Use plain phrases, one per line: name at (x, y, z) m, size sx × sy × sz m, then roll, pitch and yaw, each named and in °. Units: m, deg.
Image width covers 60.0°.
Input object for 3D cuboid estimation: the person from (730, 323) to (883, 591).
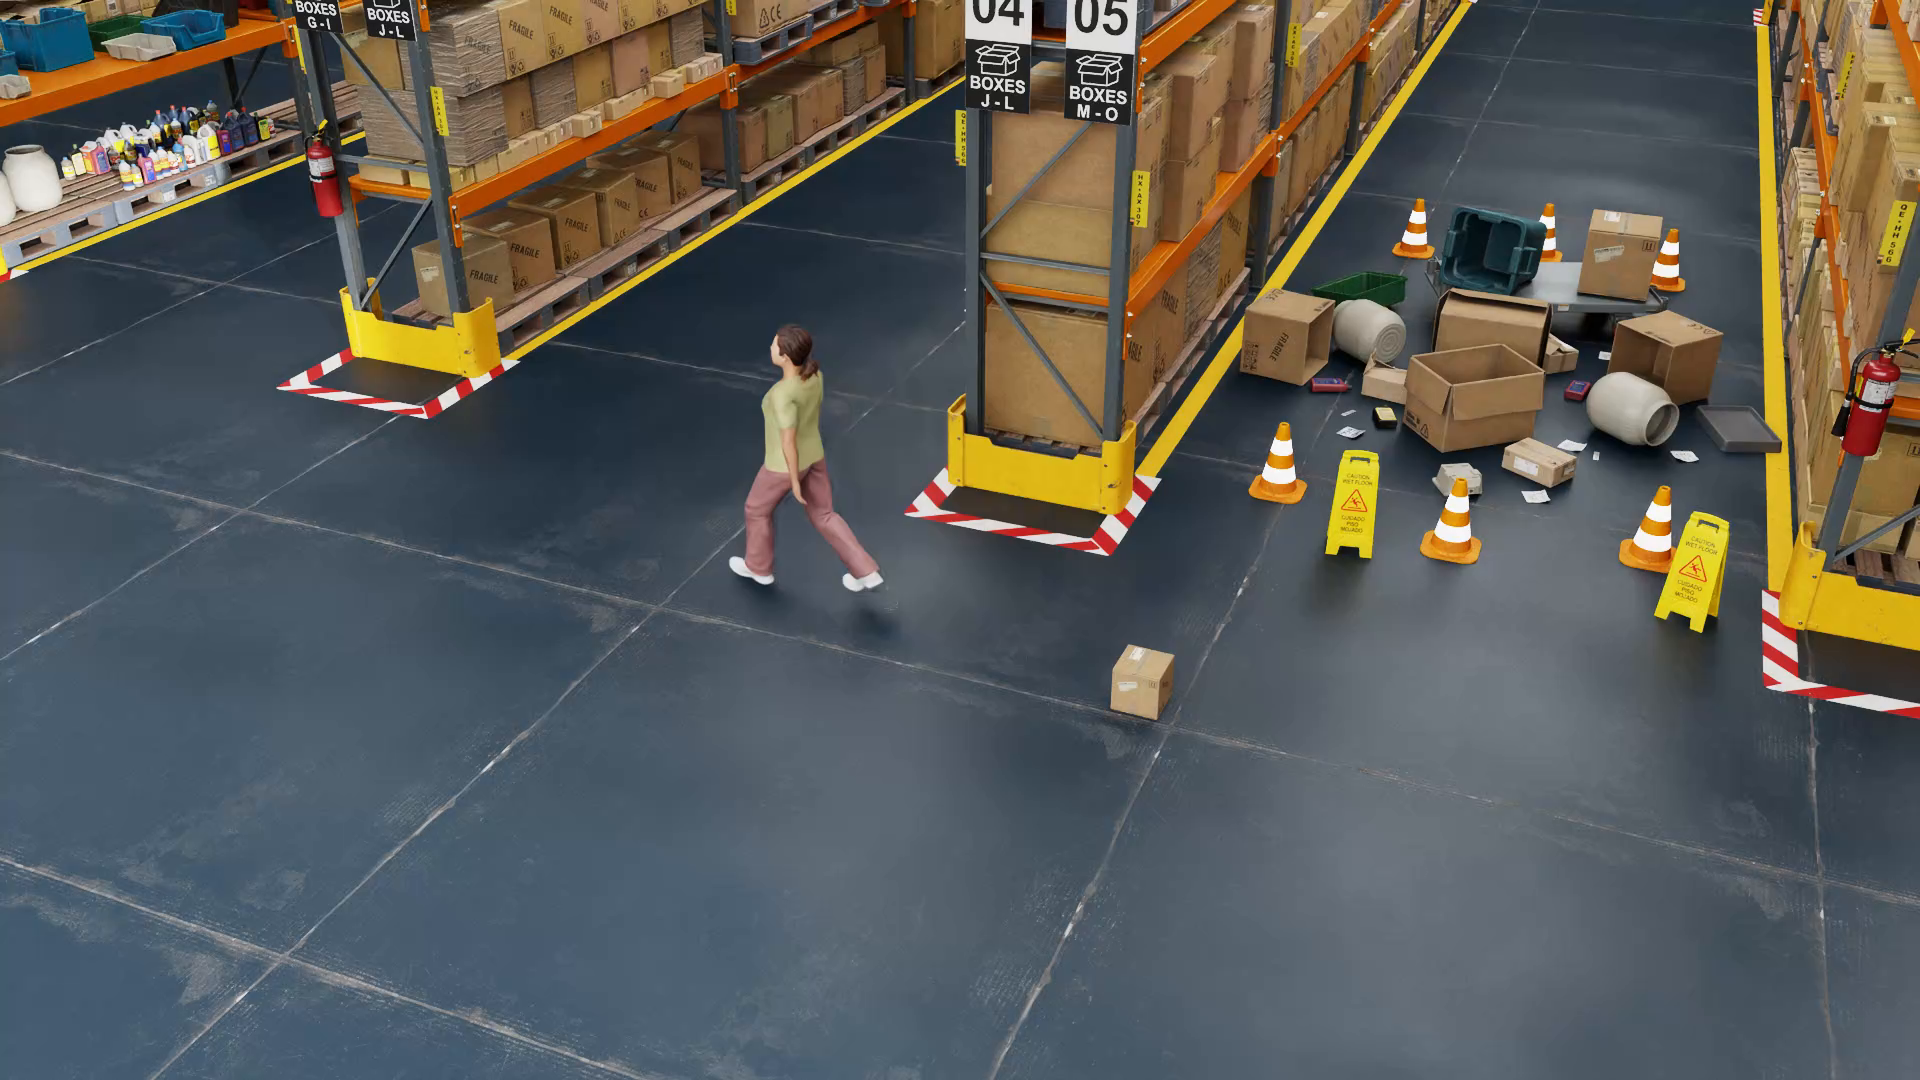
person at (-0.884, -0.422, 9.137) m, size 1.002 × 1.616 × 0.442 m, roll 19°, pitch 35°, yaw 29°
